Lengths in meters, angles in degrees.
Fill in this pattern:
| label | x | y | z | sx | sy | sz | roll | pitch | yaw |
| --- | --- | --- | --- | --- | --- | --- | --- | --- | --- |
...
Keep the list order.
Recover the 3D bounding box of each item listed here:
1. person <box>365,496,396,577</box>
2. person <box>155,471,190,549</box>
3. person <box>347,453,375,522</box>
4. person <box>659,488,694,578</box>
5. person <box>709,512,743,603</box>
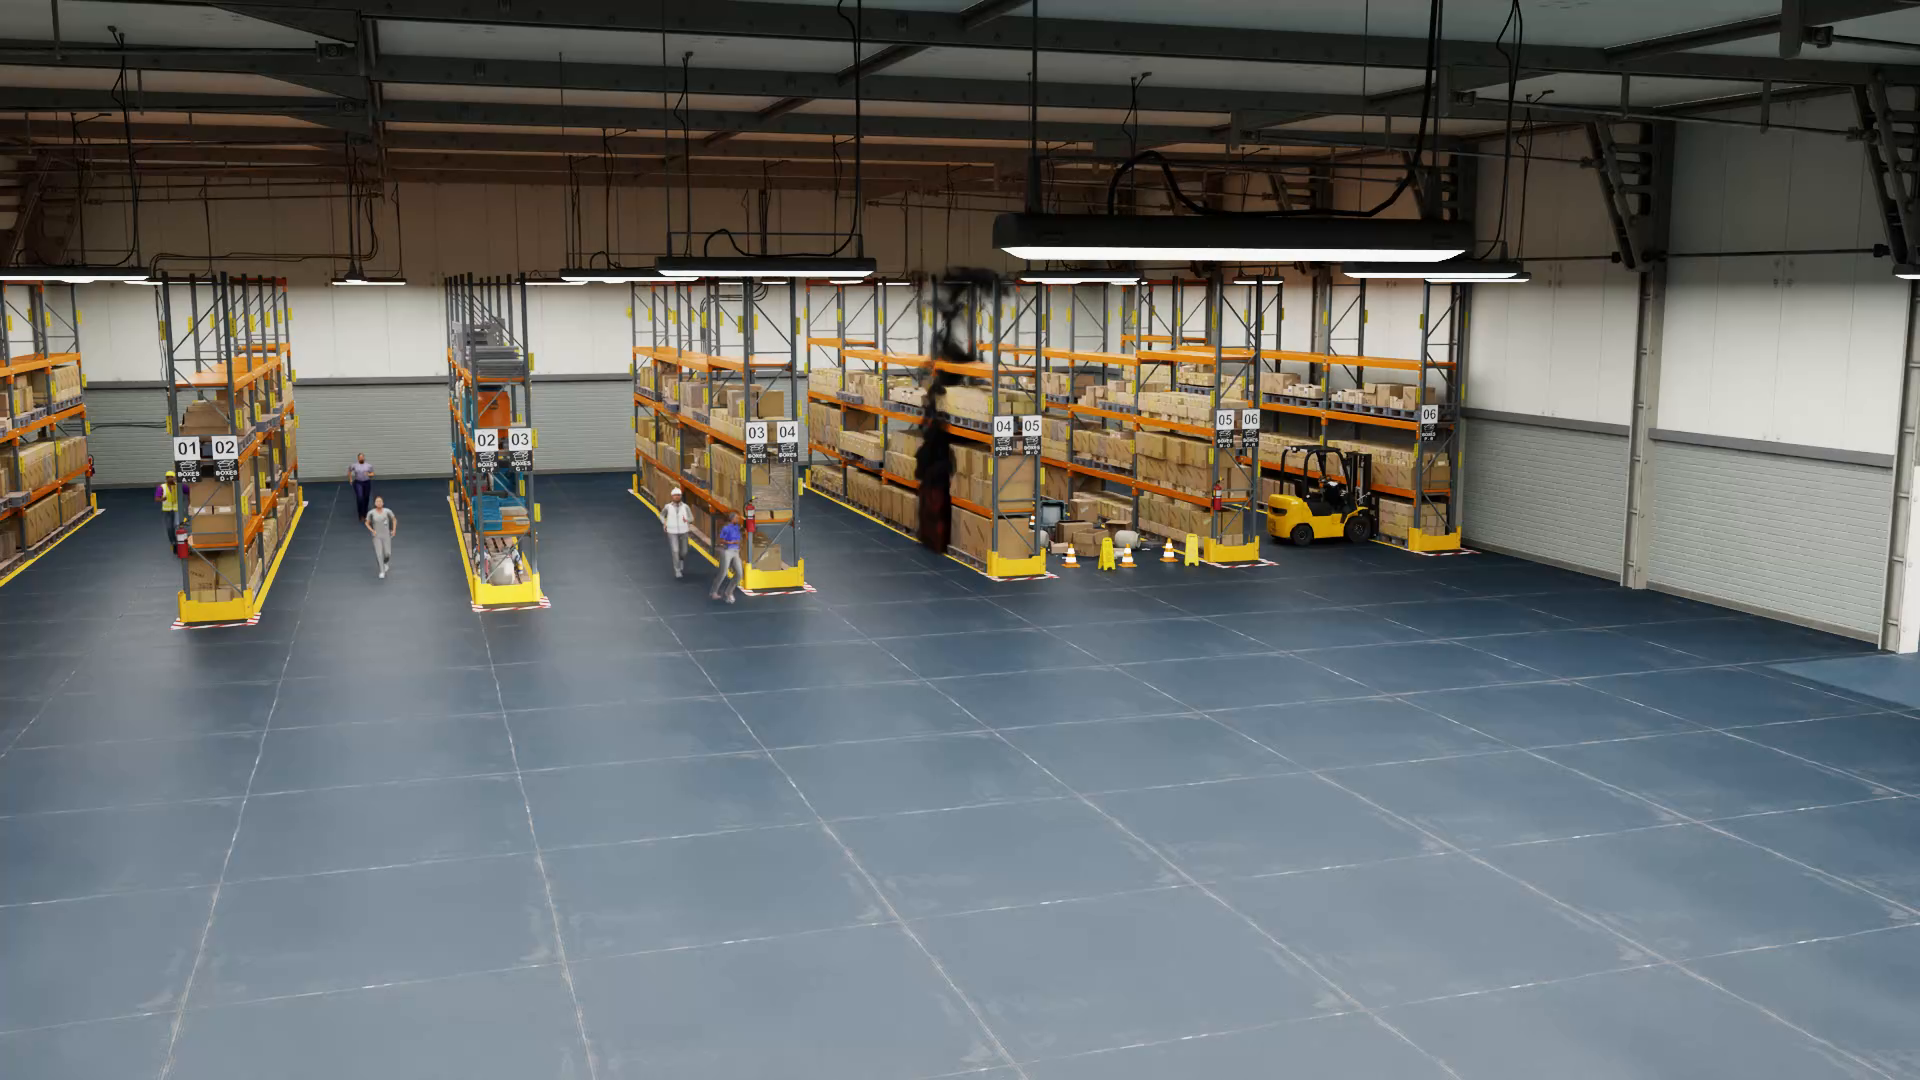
| label | x | y | z | sx | sy | sz | roll | pitch | yaw |
| --- | --- | --- | --- | --- | --- | --- | --- | --- | --- |
| person | -11.555 | -0.075 | 33.218 | 0.596 | 1.630 | 0.588 | -4 | 9 | -25 |
| person | -17.106 | -0.603 | 36.161 | 0.692 | 1.820 | 0.796 | -3 | 9 | -19 |
| person | -14.860 | -1.315 | 41.348 | 0.580 | 1.710 | 0.751 | -6 | 10 | -33 |
| person | -5.654 | -0.158 | 33.280 | 0.667 | 1.749 | 0.884 | -3 | 9 | -18 |
| person | -4.227 | 0.316 | 30.709 | 0.683 | 1.665 | 0.604 | 7 | 11 | 40 |
